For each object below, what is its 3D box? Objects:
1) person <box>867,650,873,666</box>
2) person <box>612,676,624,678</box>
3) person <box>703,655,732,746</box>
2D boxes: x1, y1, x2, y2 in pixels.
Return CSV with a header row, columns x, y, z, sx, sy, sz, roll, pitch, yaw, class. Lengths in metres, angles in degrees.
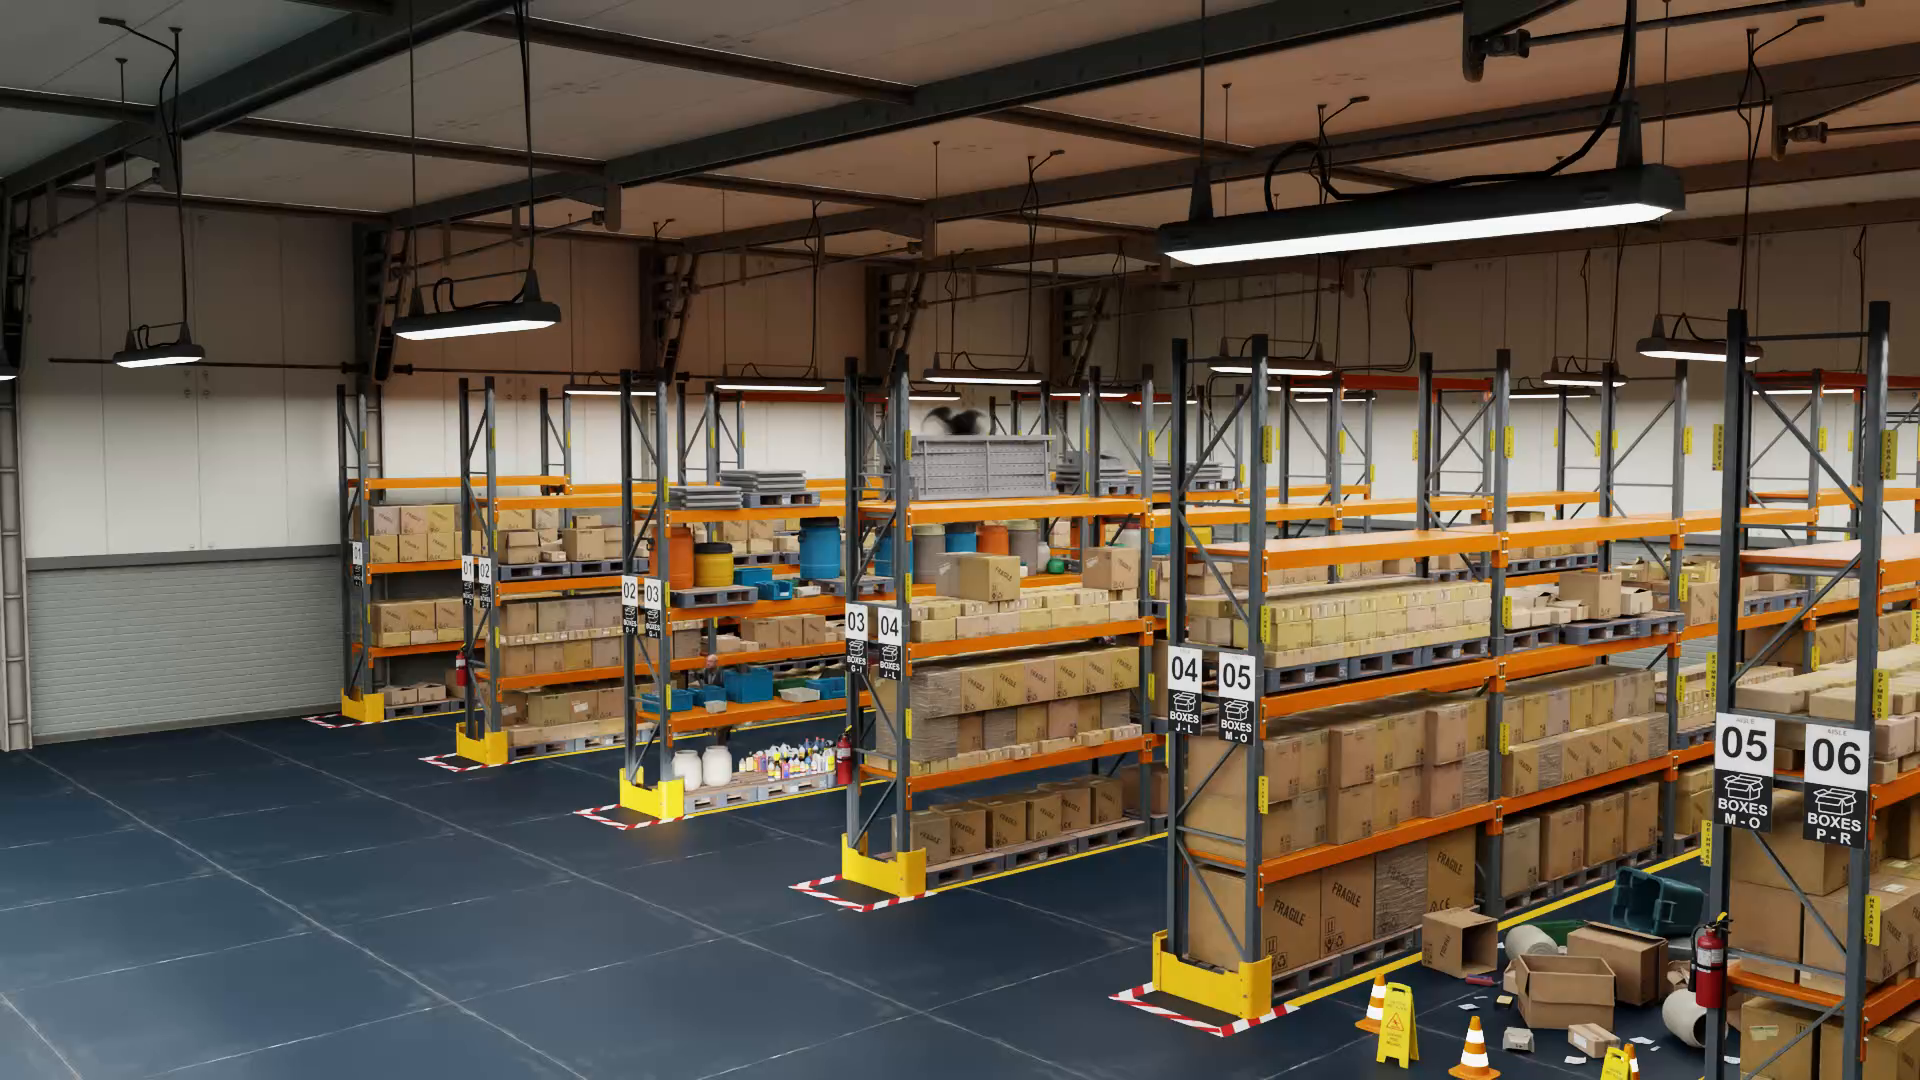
x,y,z,sx,sy,sz,roll,pitch,yaw,class
-1.826,2.124,33.951,0.765,1.671,0.576,-4,5,-44,person
-6.252,2.326,30.730,0.617,1.718,0.688,2,4,23,person
-3.829,2.622,26.444,0.649,1.655,0.738,2,4,23,person
